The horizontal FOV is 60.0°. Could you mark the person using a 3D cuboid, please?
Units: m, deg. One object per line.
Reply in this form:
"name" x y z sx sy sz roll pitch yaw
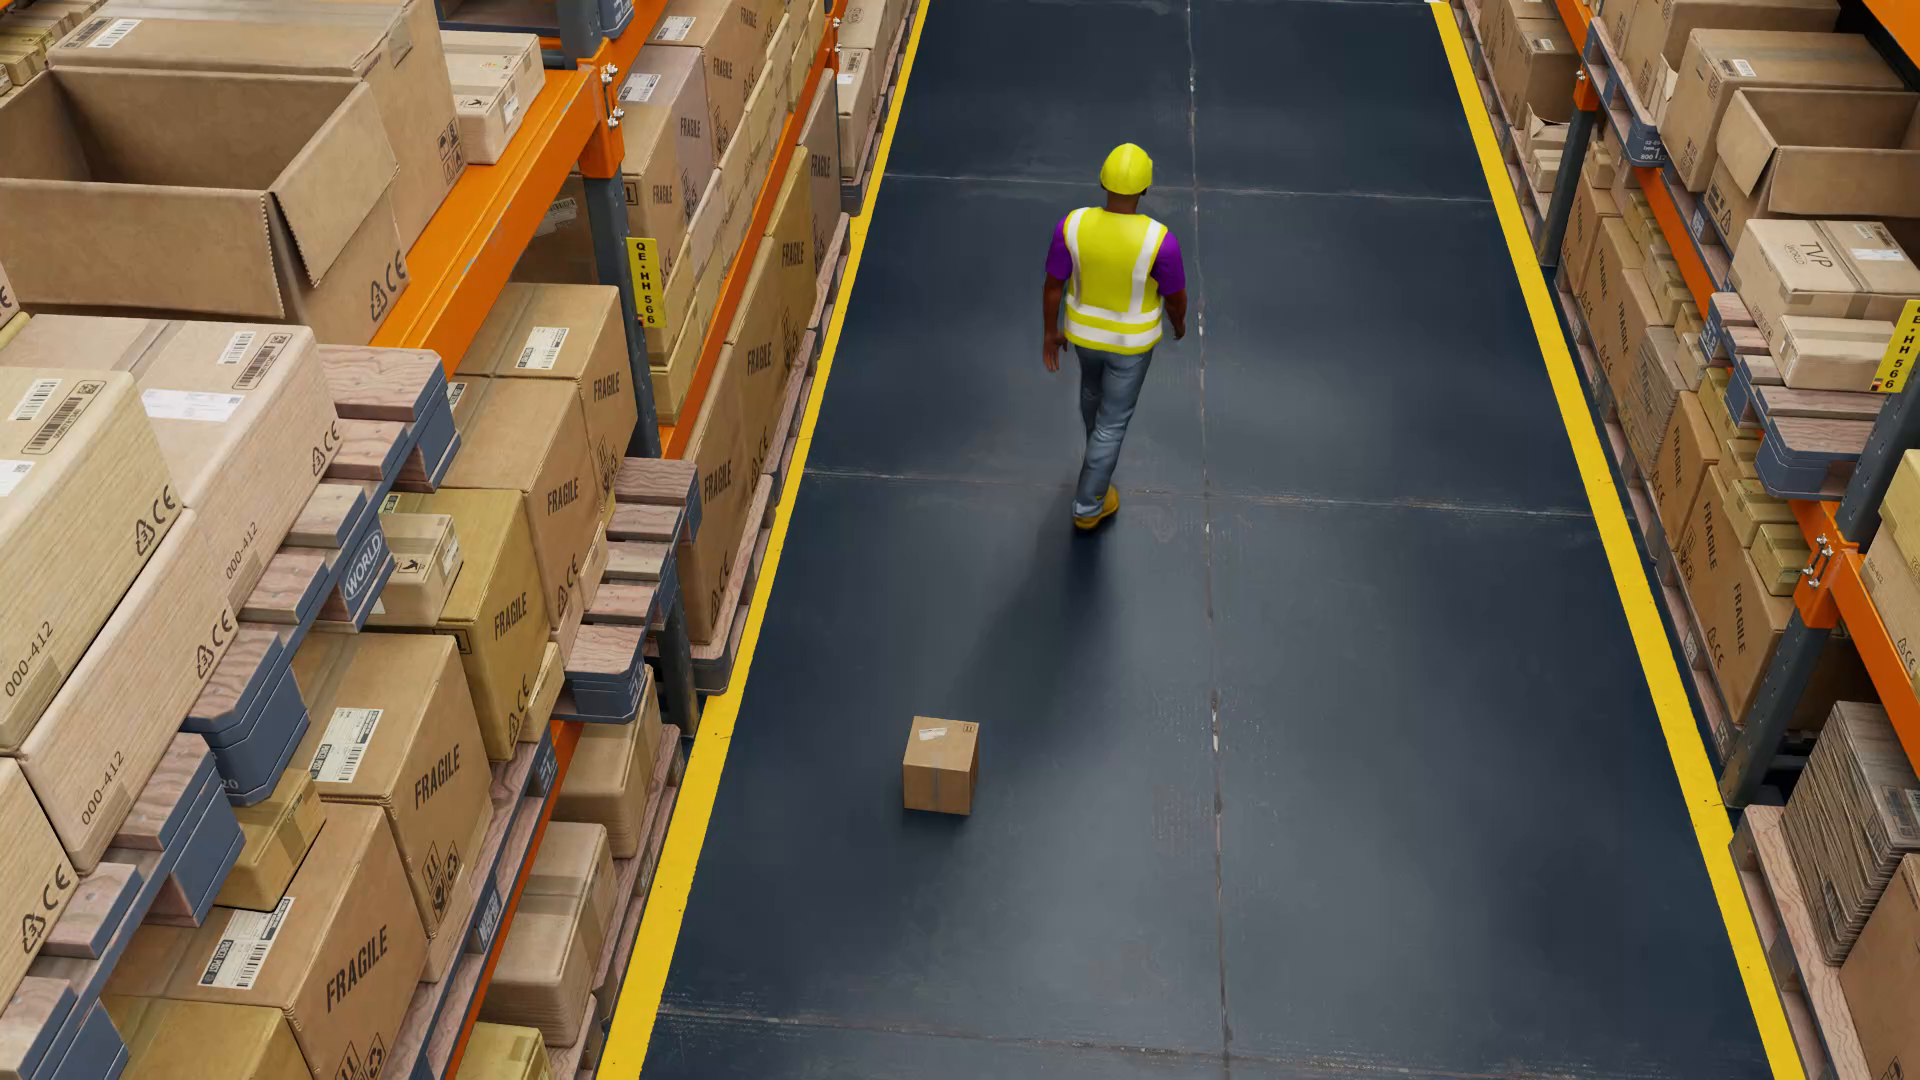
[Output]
"person" 0.698 -0.931 7.250 0.584 1.772 0.856 17 43 19
